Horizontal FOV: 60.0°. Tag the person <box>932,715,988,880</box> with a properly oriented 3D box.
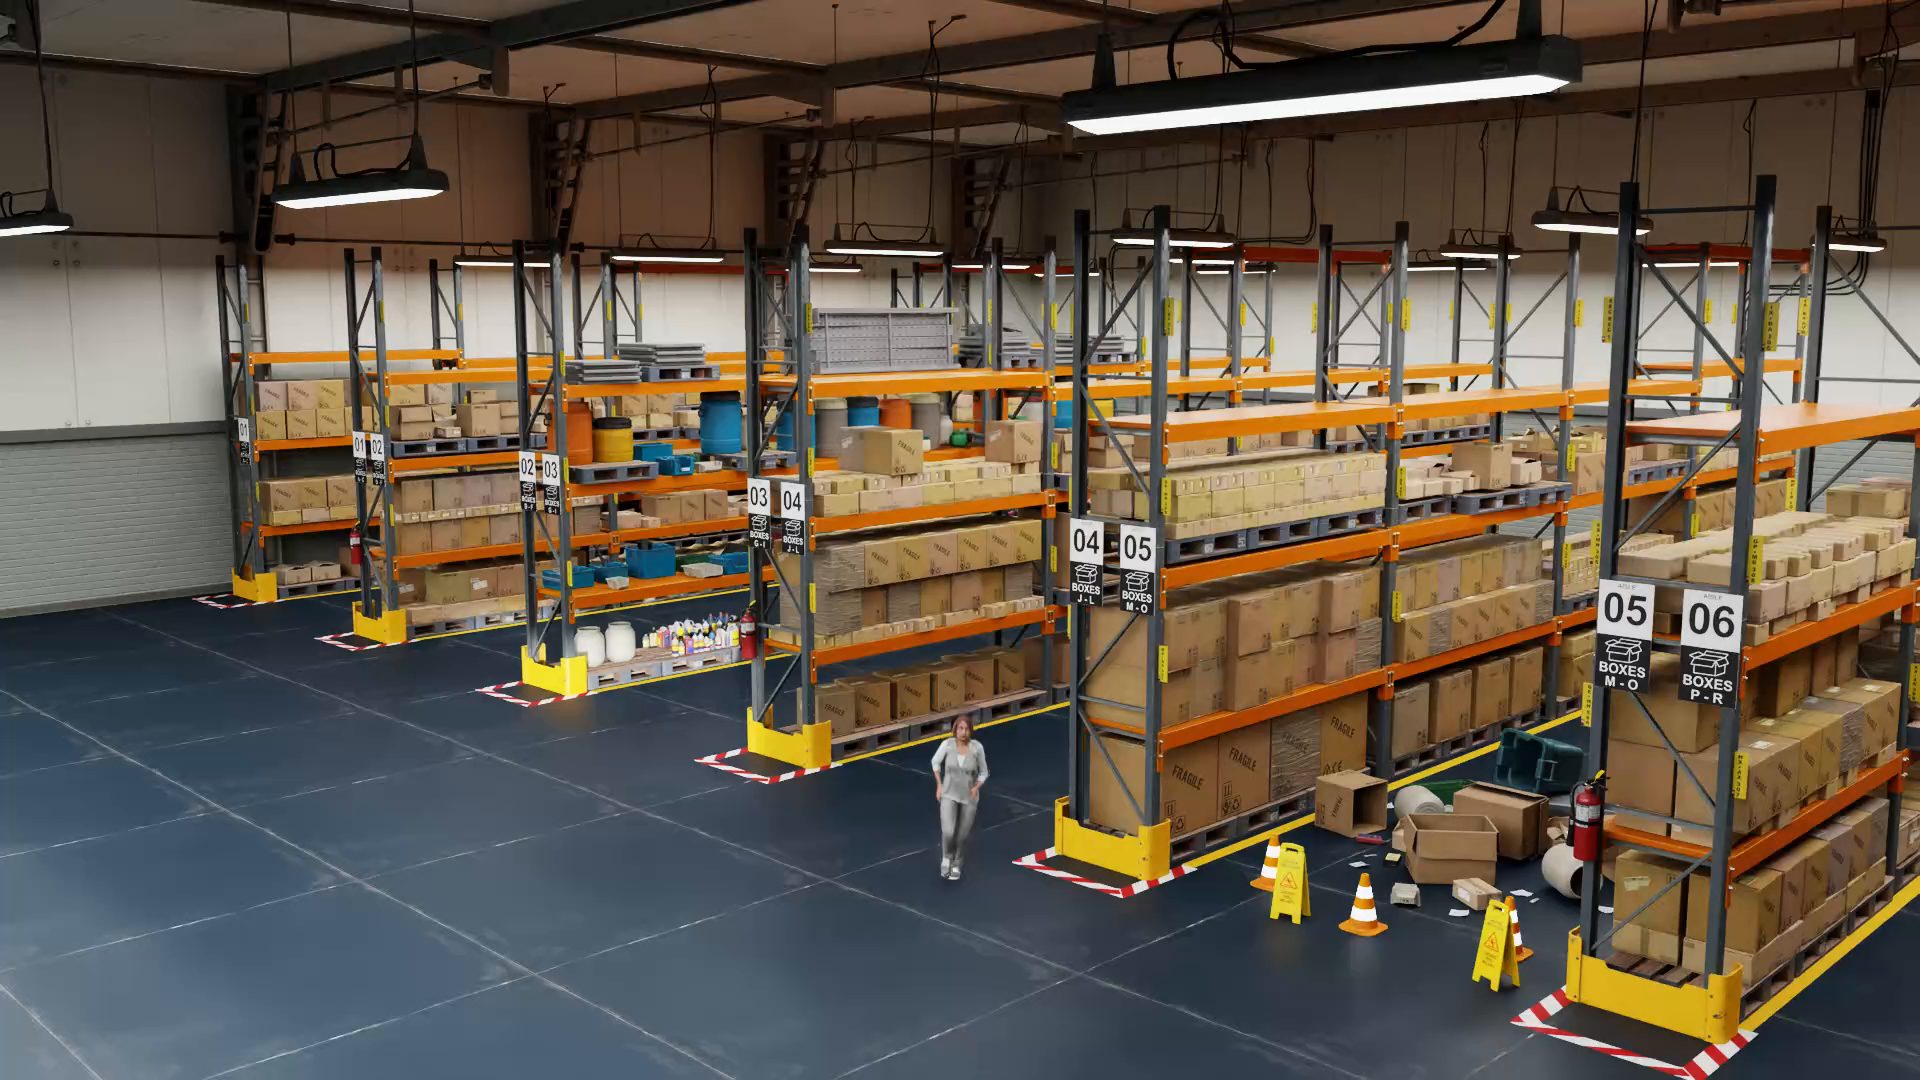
[{"bbox_3d":[0.003,2.318,14.826,0.501,1.554,0.612,0,8,-2],"label":"person"}]

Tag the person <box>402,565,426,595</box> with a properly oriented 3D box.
[{"bbox_3d":[-9.197,0.356,27.942,0.654,1.724,0.597,4,9,27],"label":"person"}]
